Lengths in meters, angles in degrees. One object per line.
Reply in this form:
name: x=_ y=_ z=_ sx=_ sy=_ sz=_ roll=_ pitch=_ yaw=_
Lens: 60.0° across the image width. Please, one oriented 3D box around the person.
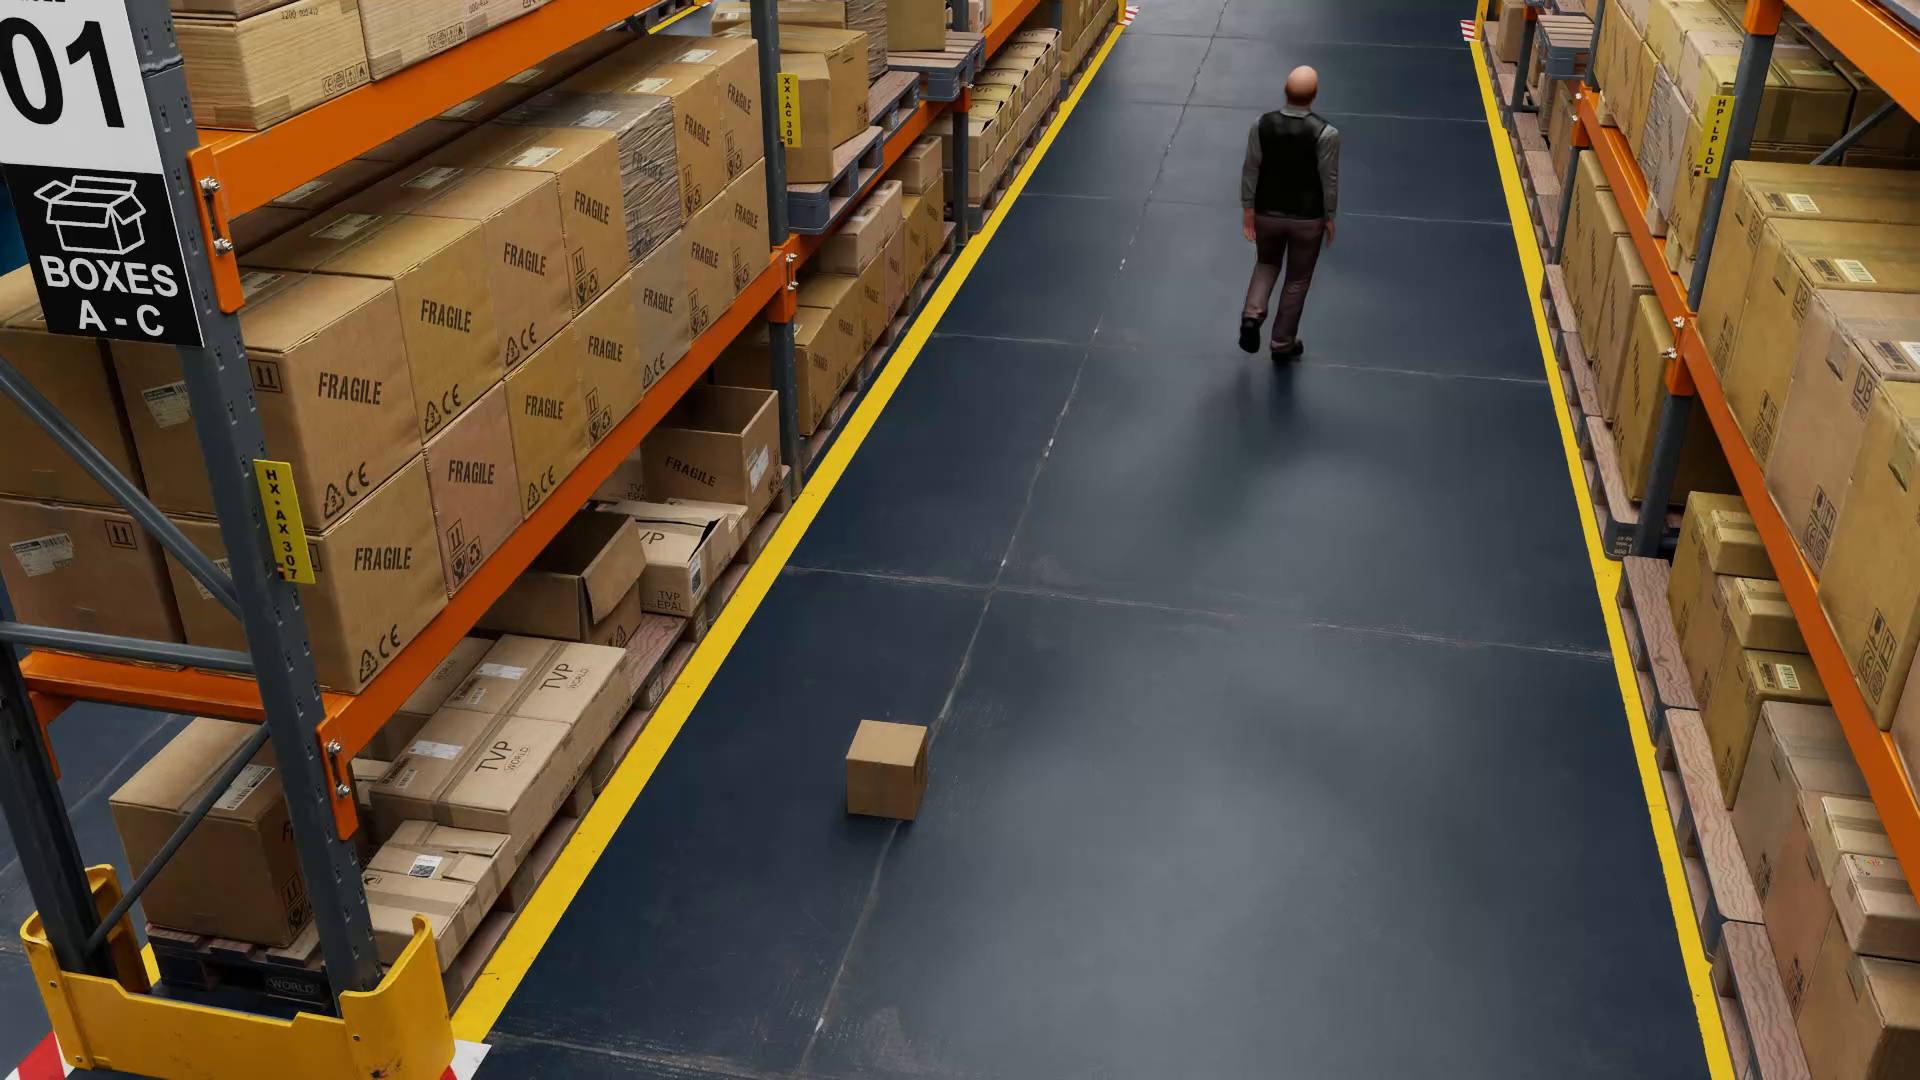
person: x=1.868 y=-1.838 z=9.475 sx=0.544 sy=1.710 sz=0.498 roll=15 pitch=32 yaw=26
